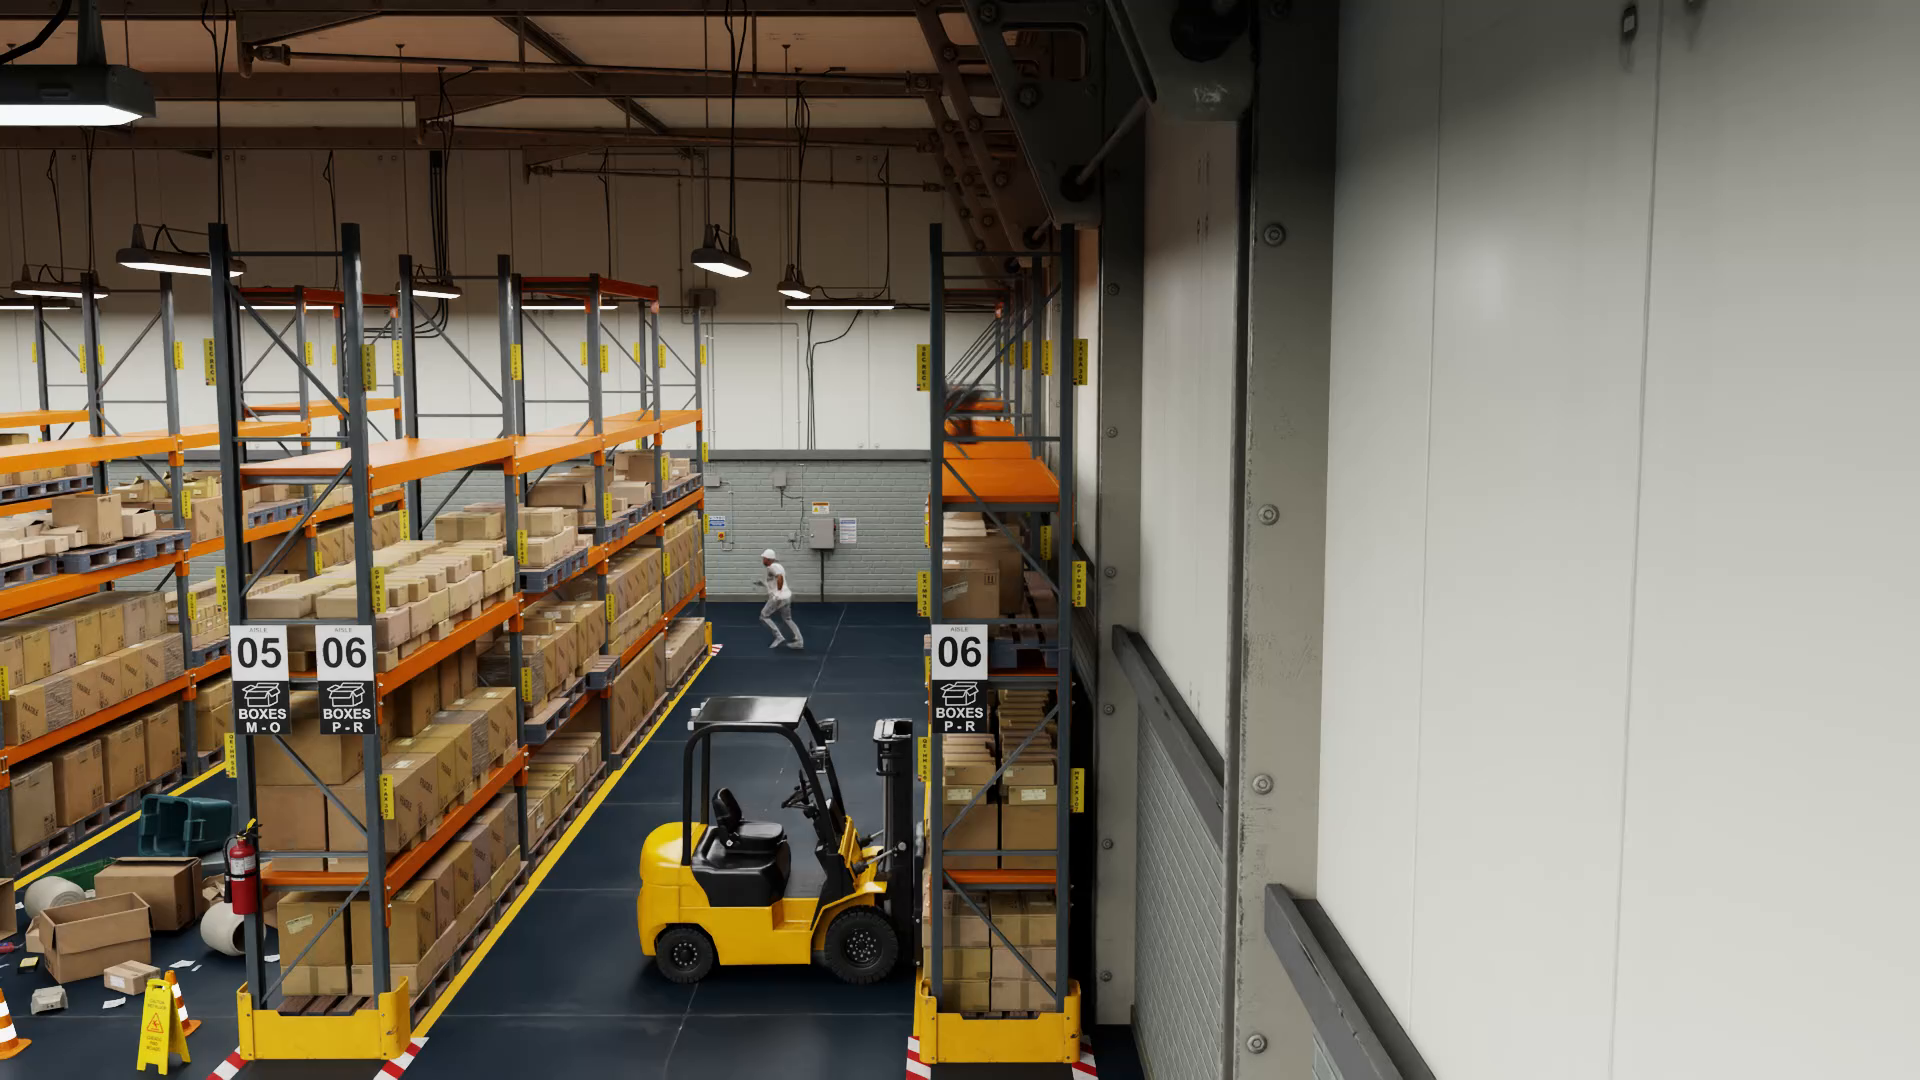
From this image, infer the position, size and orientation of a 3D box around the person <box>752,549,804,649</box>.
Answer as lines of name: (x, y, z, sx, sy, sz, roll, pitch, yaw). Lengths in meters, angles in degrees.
person: (-3.139, 1.007, 28.414, 0.934, 1.684, 0.704, 2, 7, 16)
